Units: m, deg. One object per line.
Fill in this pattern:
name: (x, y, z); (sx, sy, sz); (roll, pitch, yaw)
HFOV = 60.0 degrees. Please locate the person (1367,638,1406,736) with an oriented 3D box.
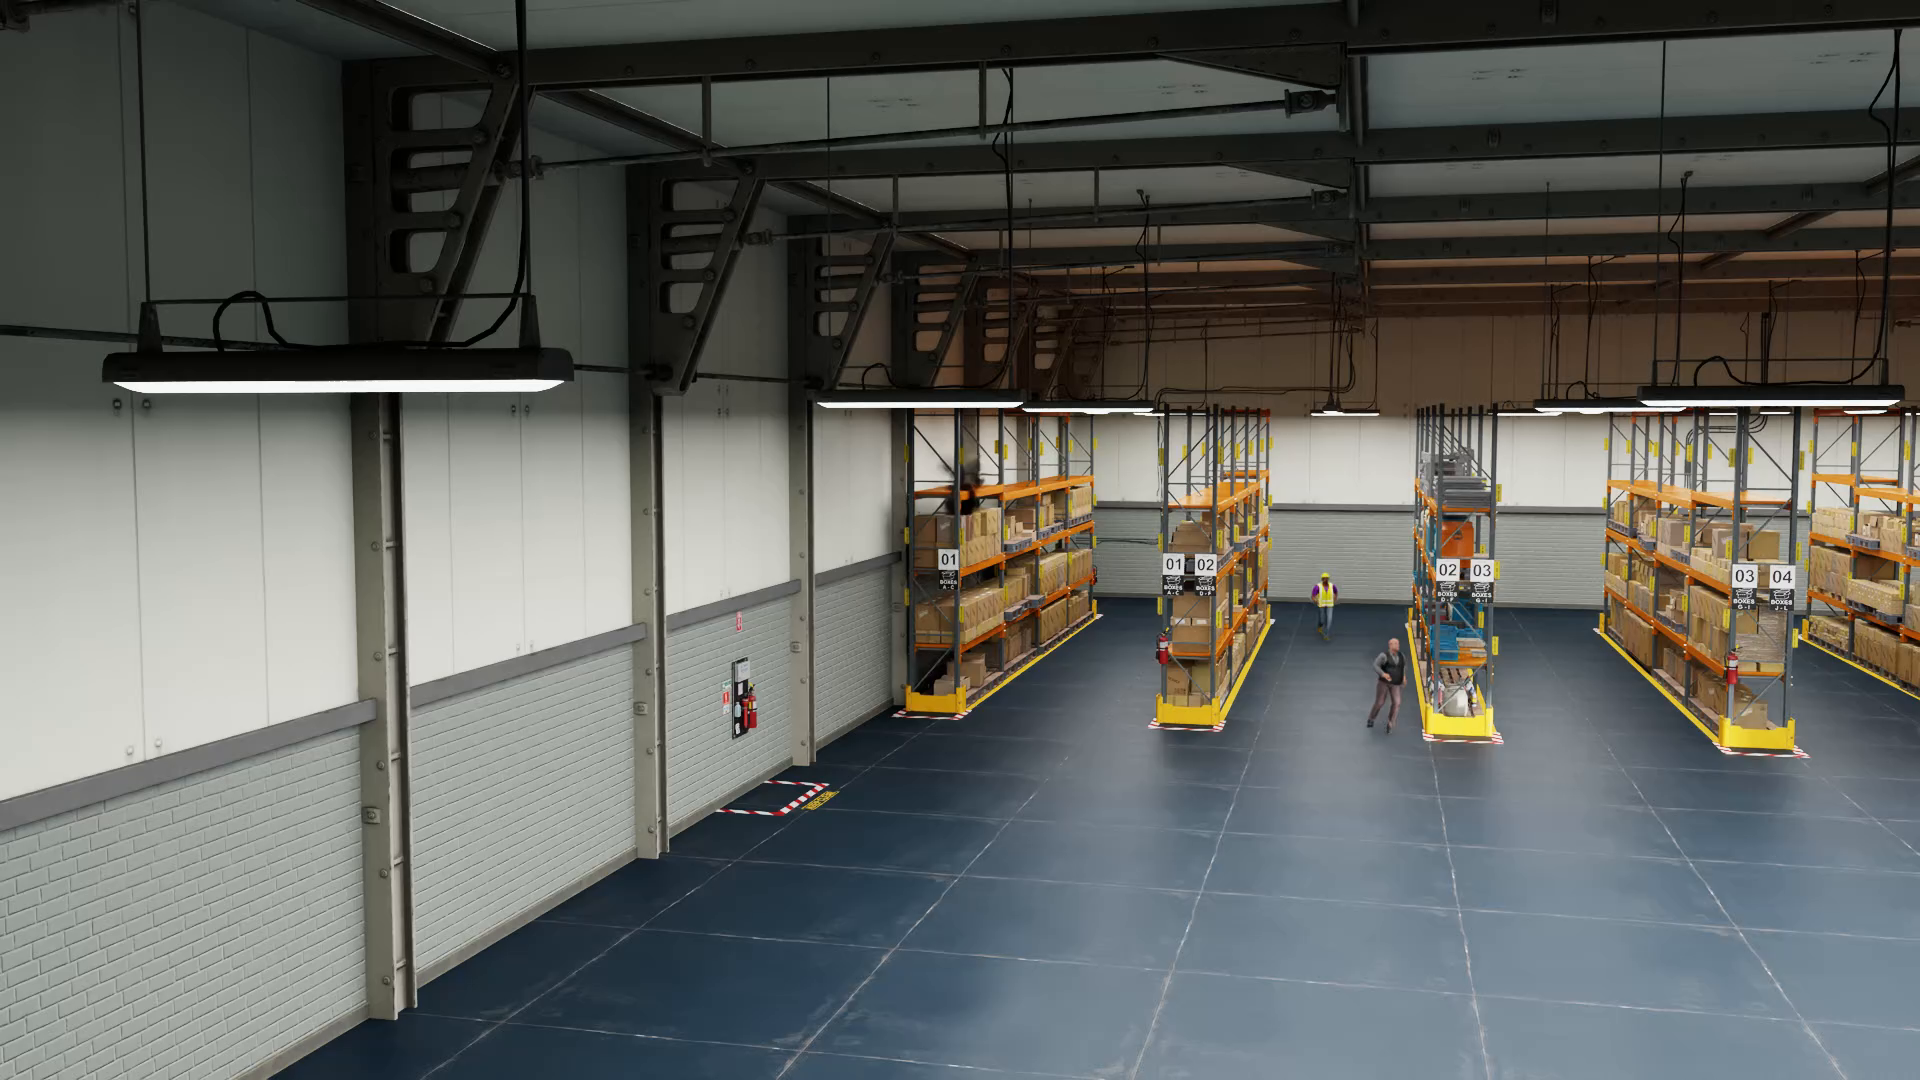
person: (7.874, 2.670, 30.414); (0.733, 1.748, 0.754); (0, 4, -6)

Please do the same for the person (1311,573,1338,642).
person: (9.458, 1.728, 43.070); (0.699, 1.758, 0.850); (0, 4, 2)
